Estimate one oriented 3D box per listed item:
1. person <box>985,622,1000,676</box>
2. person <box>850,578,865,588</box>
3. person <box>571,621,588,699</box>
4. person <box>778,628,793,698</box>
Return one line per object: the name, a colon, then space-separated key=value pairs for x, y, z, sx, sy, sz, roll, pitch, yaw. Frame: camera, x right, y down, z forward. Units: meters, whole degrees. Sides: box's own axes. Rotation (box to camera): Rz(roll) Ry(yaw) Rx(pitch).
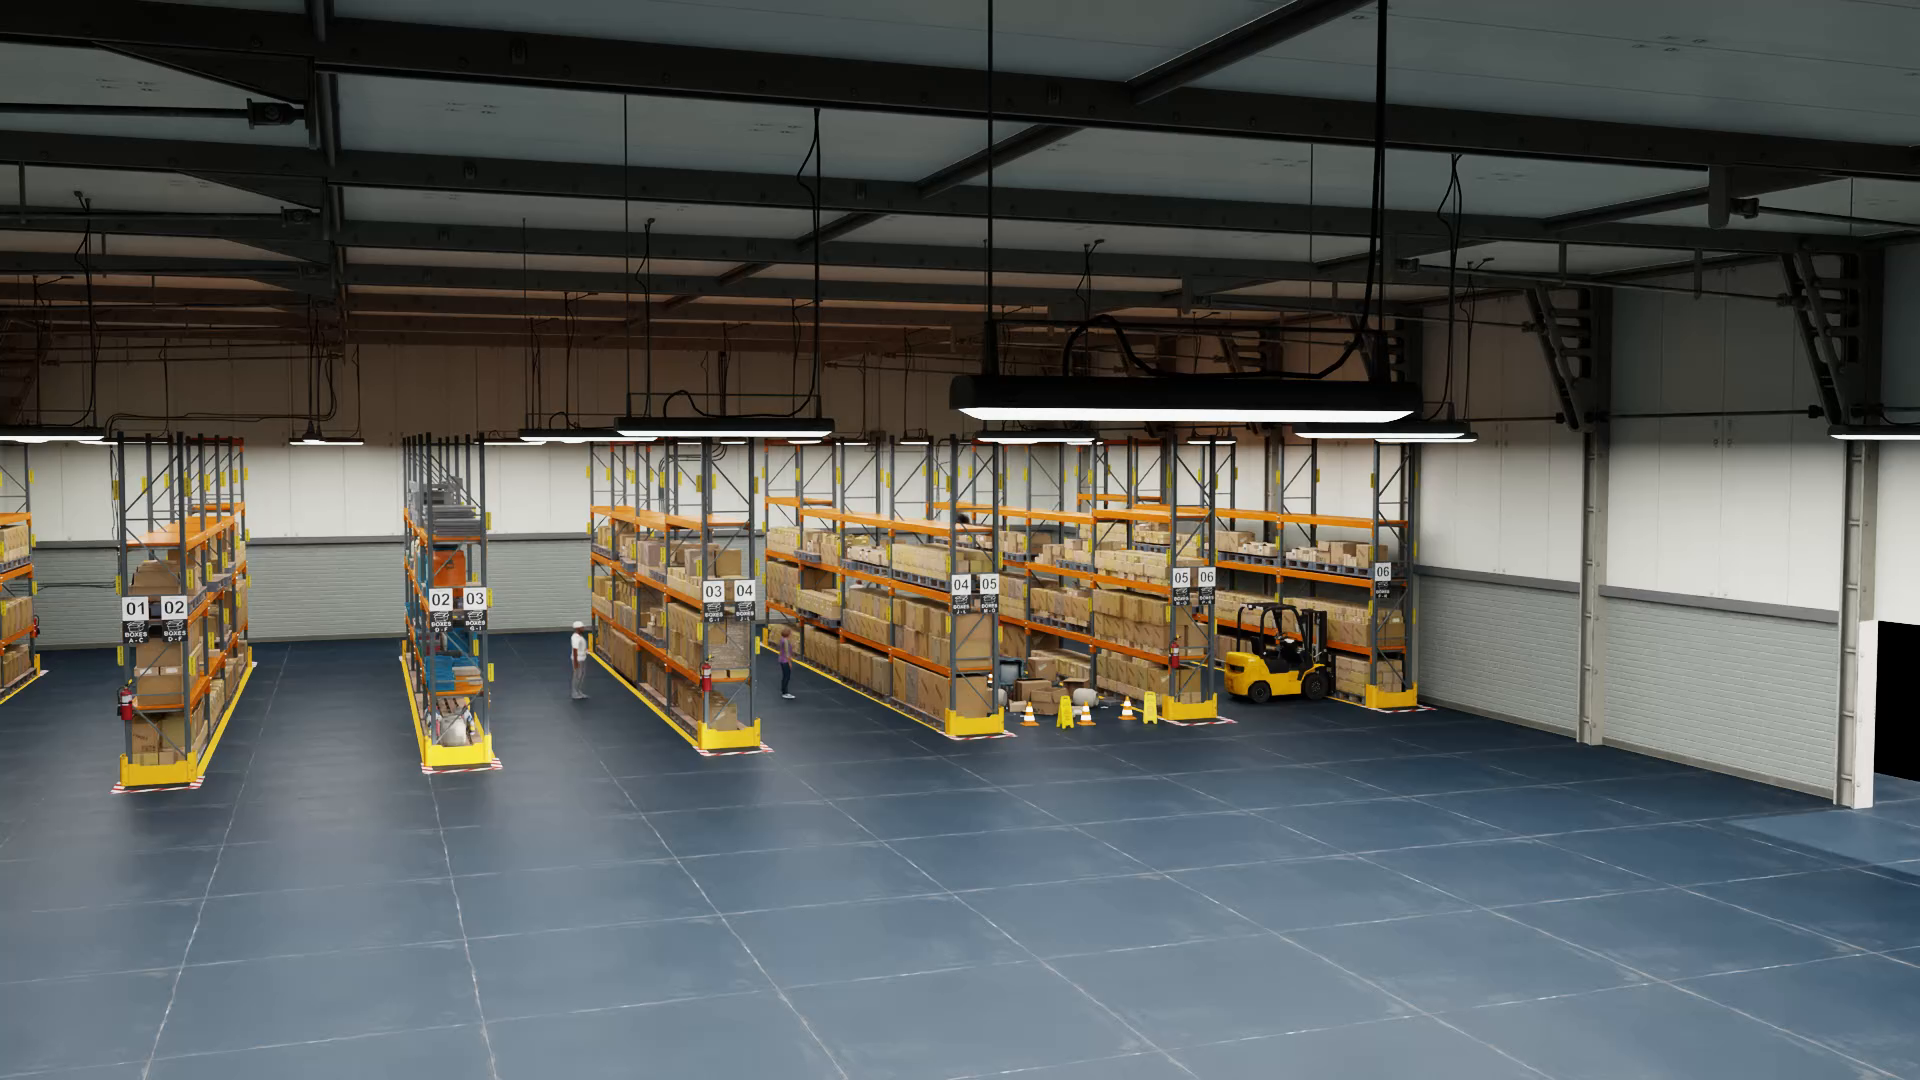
person: x=0.699 y=2.567 z=41.508 sx=0.531 sy=1.764 sz=0.686 roll=-2 pitch=4 yaw=-32
person: x=-2.993 y=1.947 z=48.797 sx=0.673 sy=1.821 sz=0.351 roll=2 pitch=4 yaw=26
person: x=-8.690 y=2.738 z=37.915 sx=0.362 sy=1.769 sz=0.682 roll=0 pitch=3 yaw=2
person: x=-4.000 y=2.843 z=38.152 sx=0.335 sy=1.663 sz=0.501 roll=-1 pitch=3 yaw=-11
